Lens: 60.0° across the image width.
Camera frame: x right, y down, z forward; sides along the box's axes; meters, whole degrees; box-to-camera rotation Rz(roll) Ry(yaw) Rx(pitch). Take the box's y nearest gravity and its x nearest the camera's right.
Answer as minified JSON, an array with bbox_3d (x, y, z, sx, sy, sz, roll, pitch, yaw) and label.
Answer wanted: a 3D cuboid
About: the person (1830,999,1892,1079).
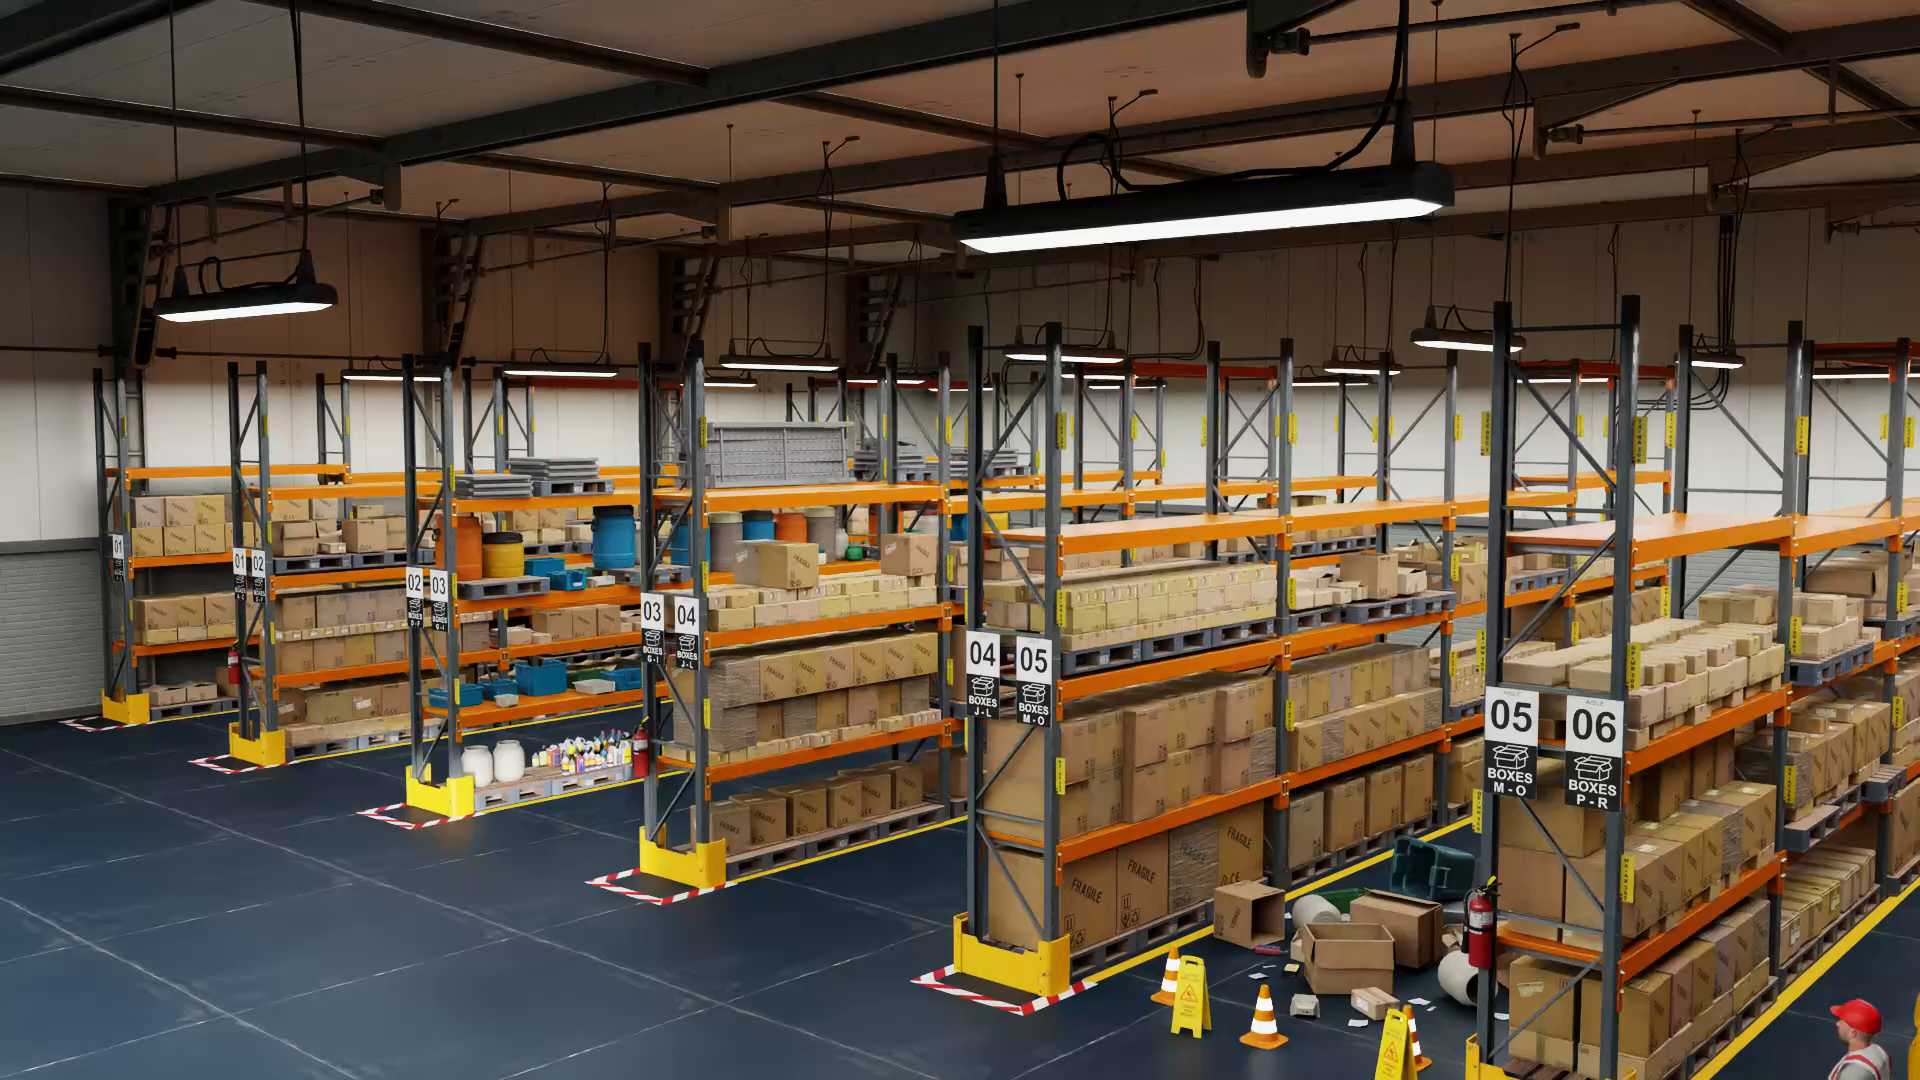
[{"bbox_3d":[5.208,3.561,9.764,1.014,1.749,0.494,2,4,20],"label":"person"}]

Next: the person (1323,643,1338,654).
[{"bbox_3d":[5.824,2.379,25.988,0.899,1.759,0.591,-4,6,-45],"label":"person"}]
